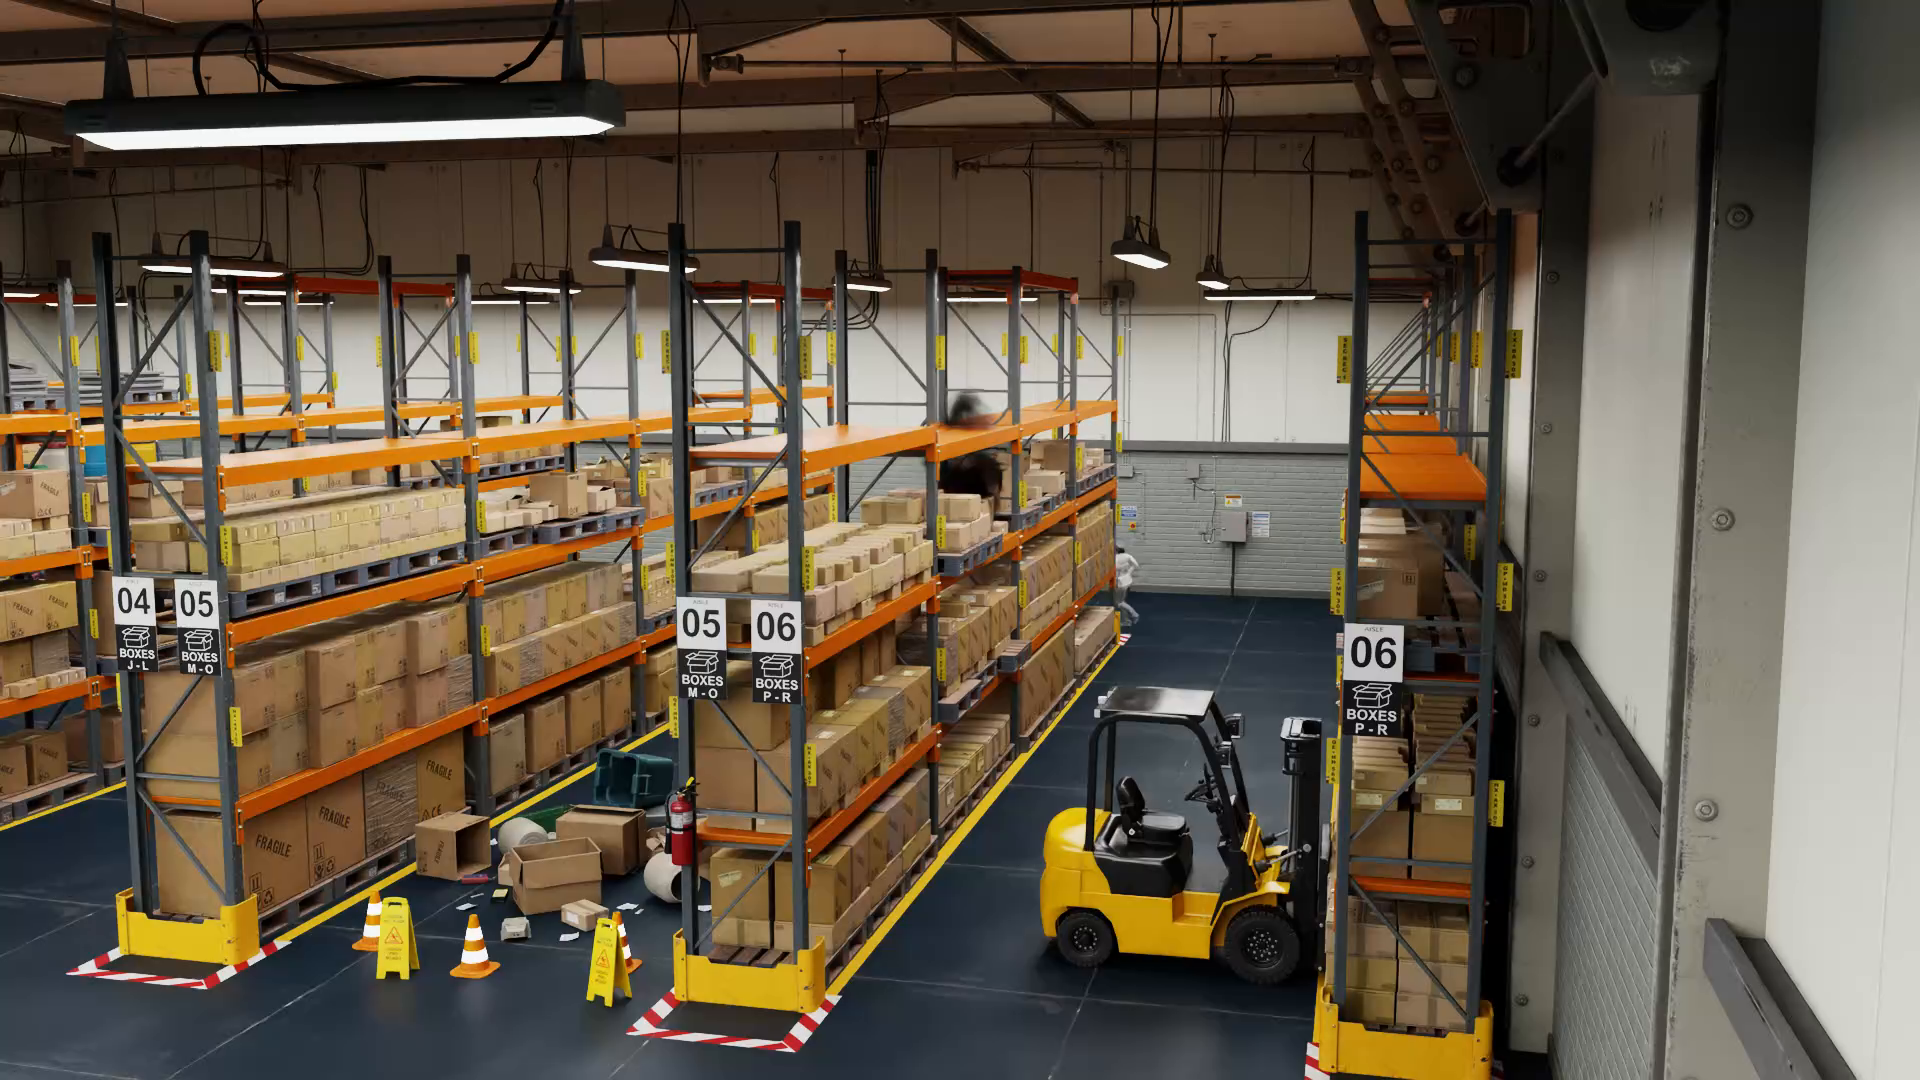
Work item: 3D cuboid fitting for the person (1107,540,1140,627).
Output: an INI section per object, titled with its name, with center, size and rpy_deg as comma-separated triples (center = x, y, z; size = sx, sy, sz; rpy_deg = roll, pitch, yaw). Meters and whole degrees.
[person]
center = 2.855, 0.793, 29.456
size = 0.666, 1.605, 0.561
rpy_deg = -6, 9, -39
